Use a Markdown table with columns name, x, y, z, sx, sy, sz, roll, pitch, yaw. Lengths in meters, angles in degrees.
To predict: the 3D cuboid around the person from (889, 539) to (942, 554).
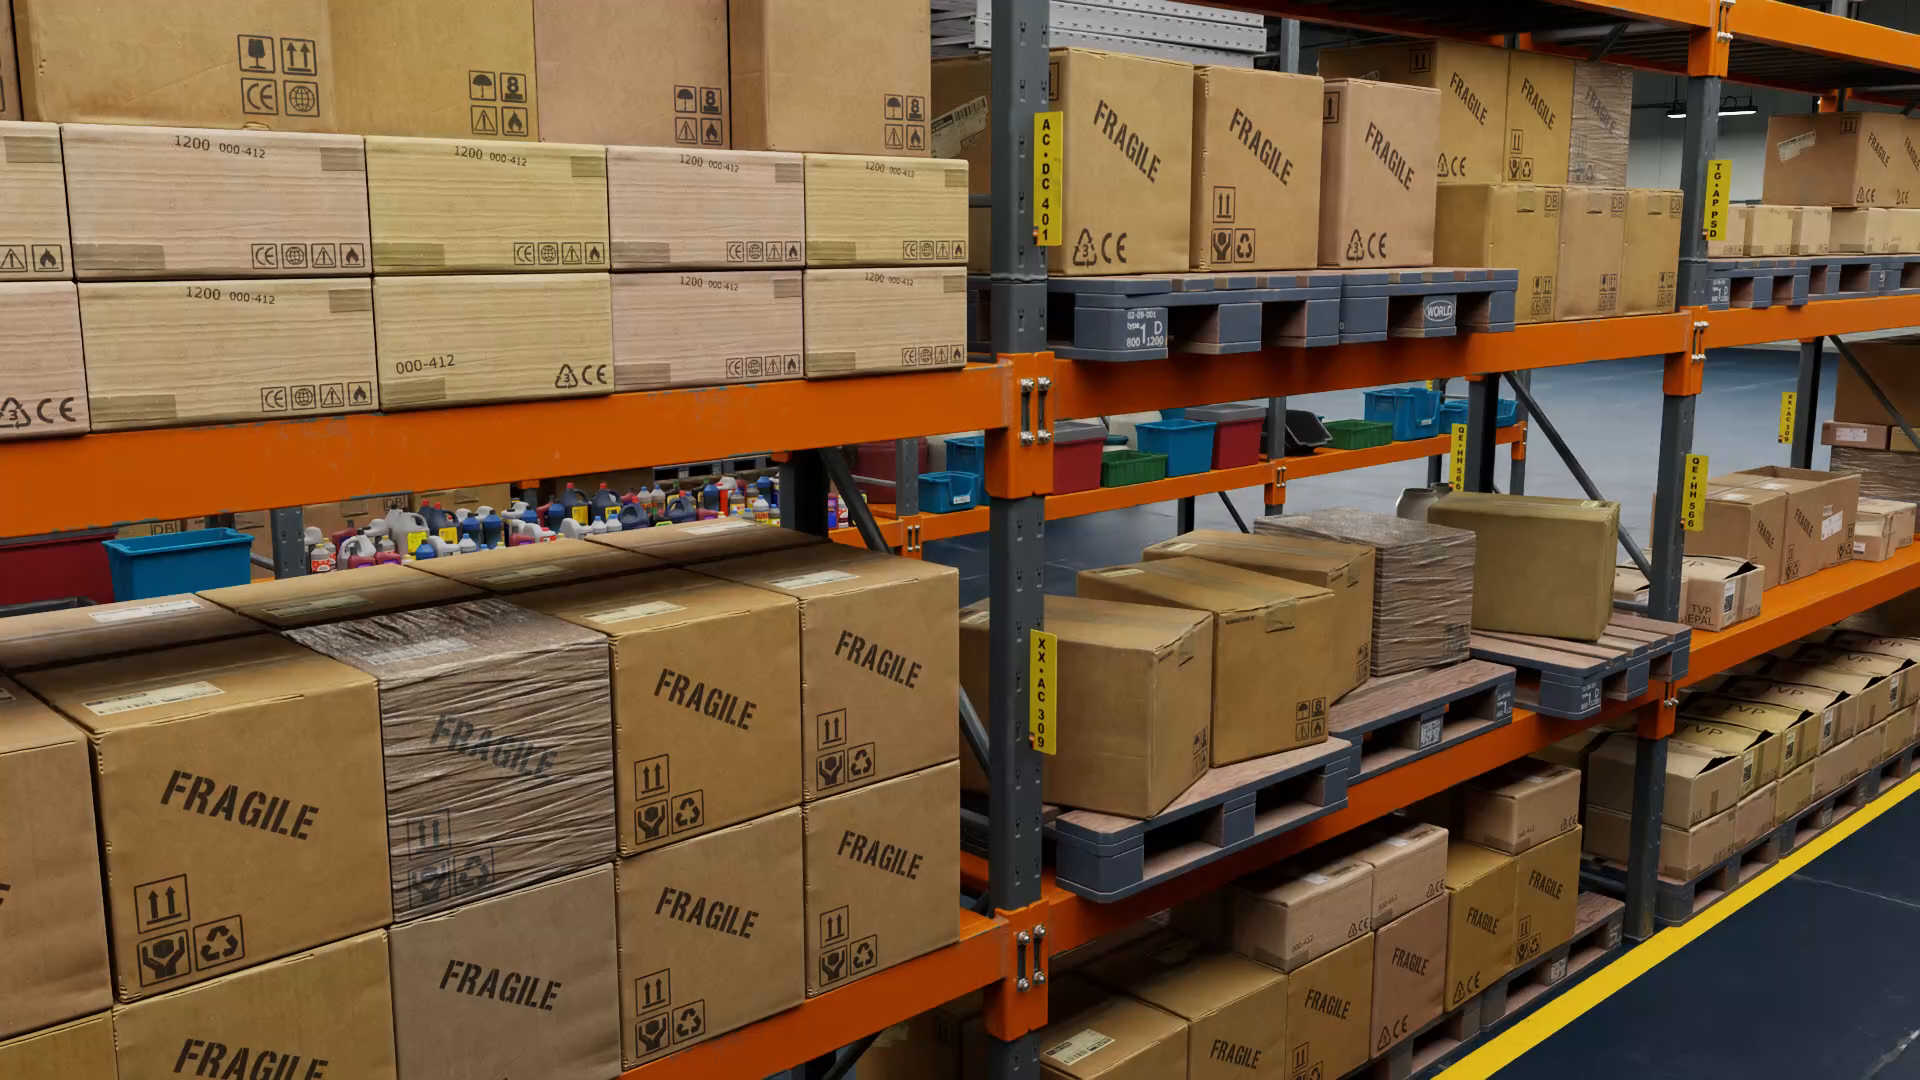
| name | x | y | z | sx | sy | sz | roll | pitch | yaw |
| --- | --- | --- | --- | --- | --- | --- | --- | --- | --- |
| person | -0.424 | -0.173 | 13.374 | 0.557 | 1.743 | 0.999 | -6 | 12 | -30 |
